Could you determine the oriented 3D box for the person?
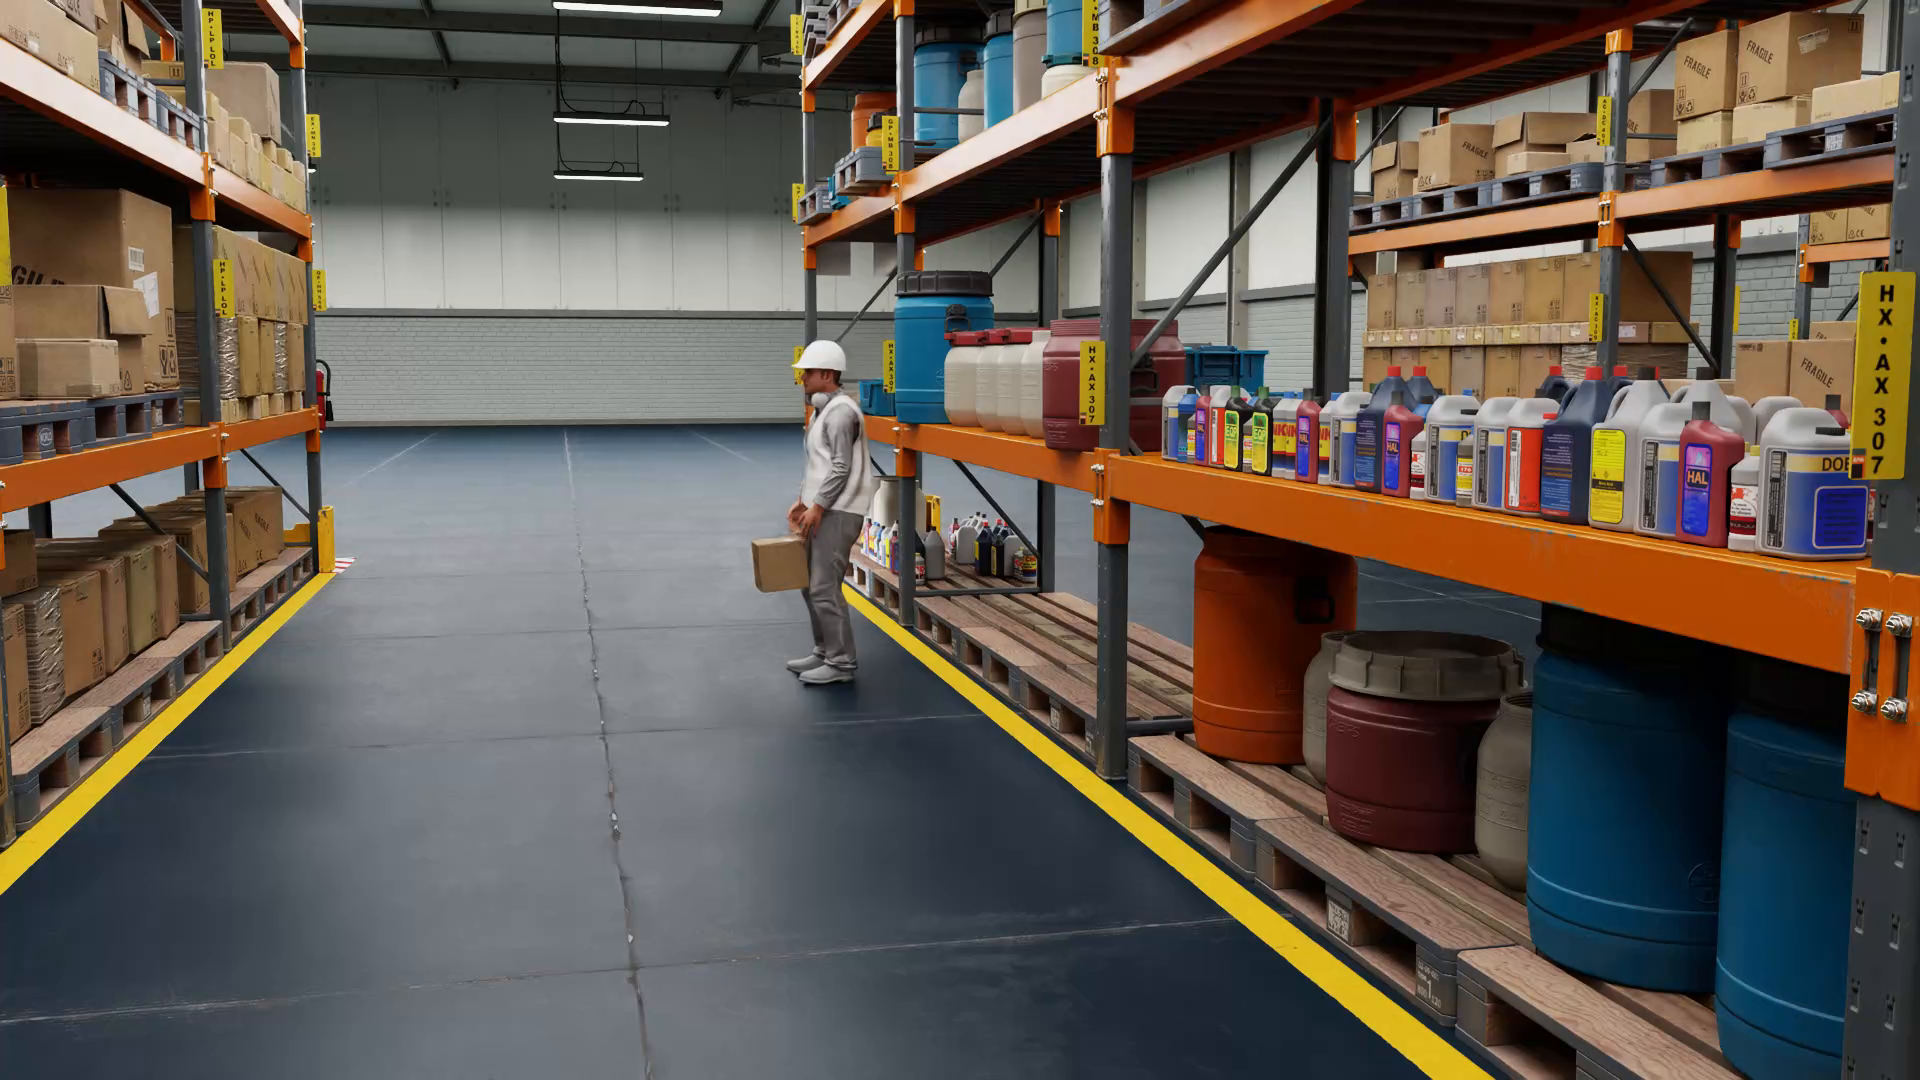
[{"bbox_3d":[-0.678,-0.151,8.724,0.423,1.775,0.555,-2,6,-15],"label":"person"}]
